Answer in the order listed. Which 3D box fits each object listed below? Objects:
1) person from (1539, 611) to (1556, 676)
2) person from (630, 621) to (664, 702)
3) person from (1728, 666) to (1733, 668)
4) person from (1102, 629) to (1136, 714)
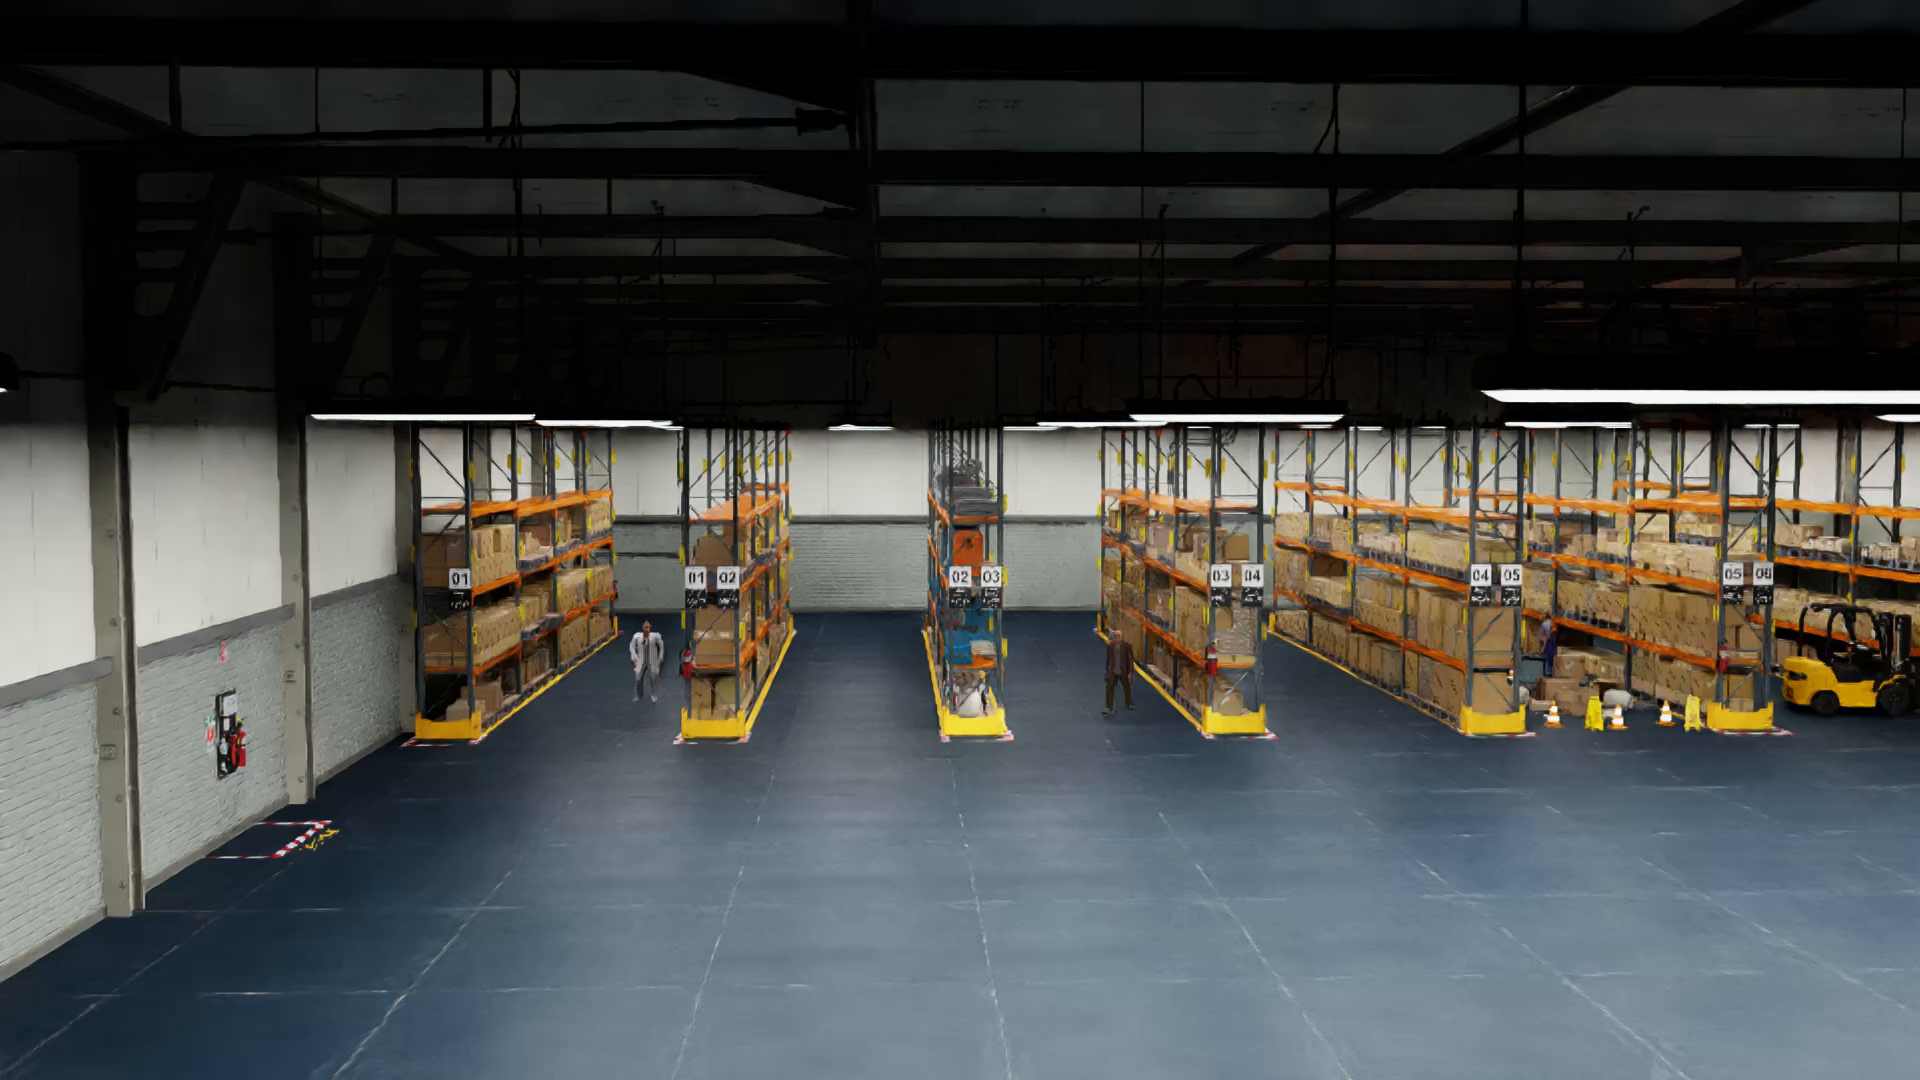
[{"bbox_3d":[13.313,2.428,37.836,0.541,1.630,0.598,2,4,23],"label":"person"},{"bbox_3d":[-6.624,2.564,35.195,0.729,1.731,0.538,0,4,-4],"label":"person"},{"bbox_3d":[16.728,2.546,36.287,0.450,1.599,0.467,2,4,28],"label":"person"},{"bbox_3d":[3.239,2.713,33.770,0.636,1.620,1.045,1,4,19],"label":"person"}]
